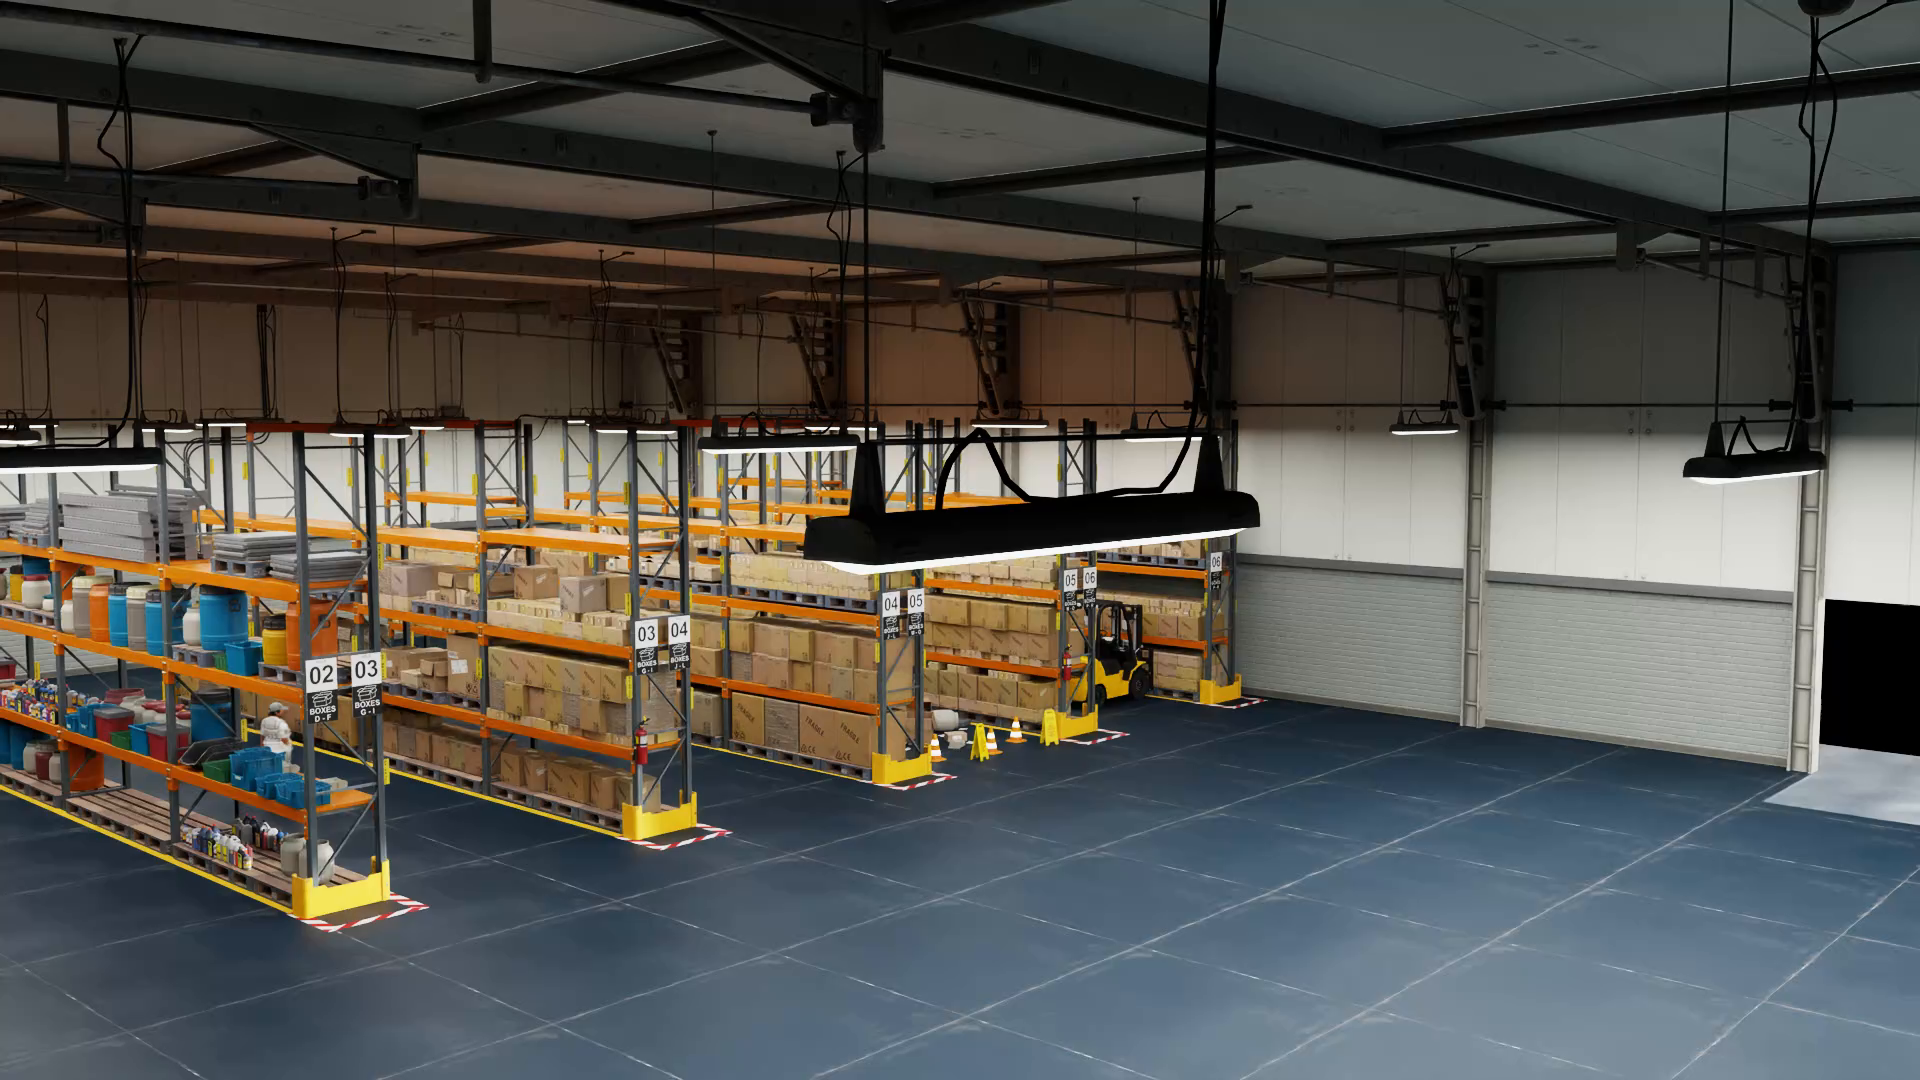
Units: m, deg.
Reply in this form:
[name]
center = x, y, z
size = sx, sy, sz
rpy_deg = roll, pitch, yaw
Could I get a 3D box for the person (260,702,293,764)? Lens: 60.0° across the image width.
[person]
center = -10.710, 3.362, 26.065
size = 0.492, 1.666, 0.474
rpy_deg = -1, 5, -10
